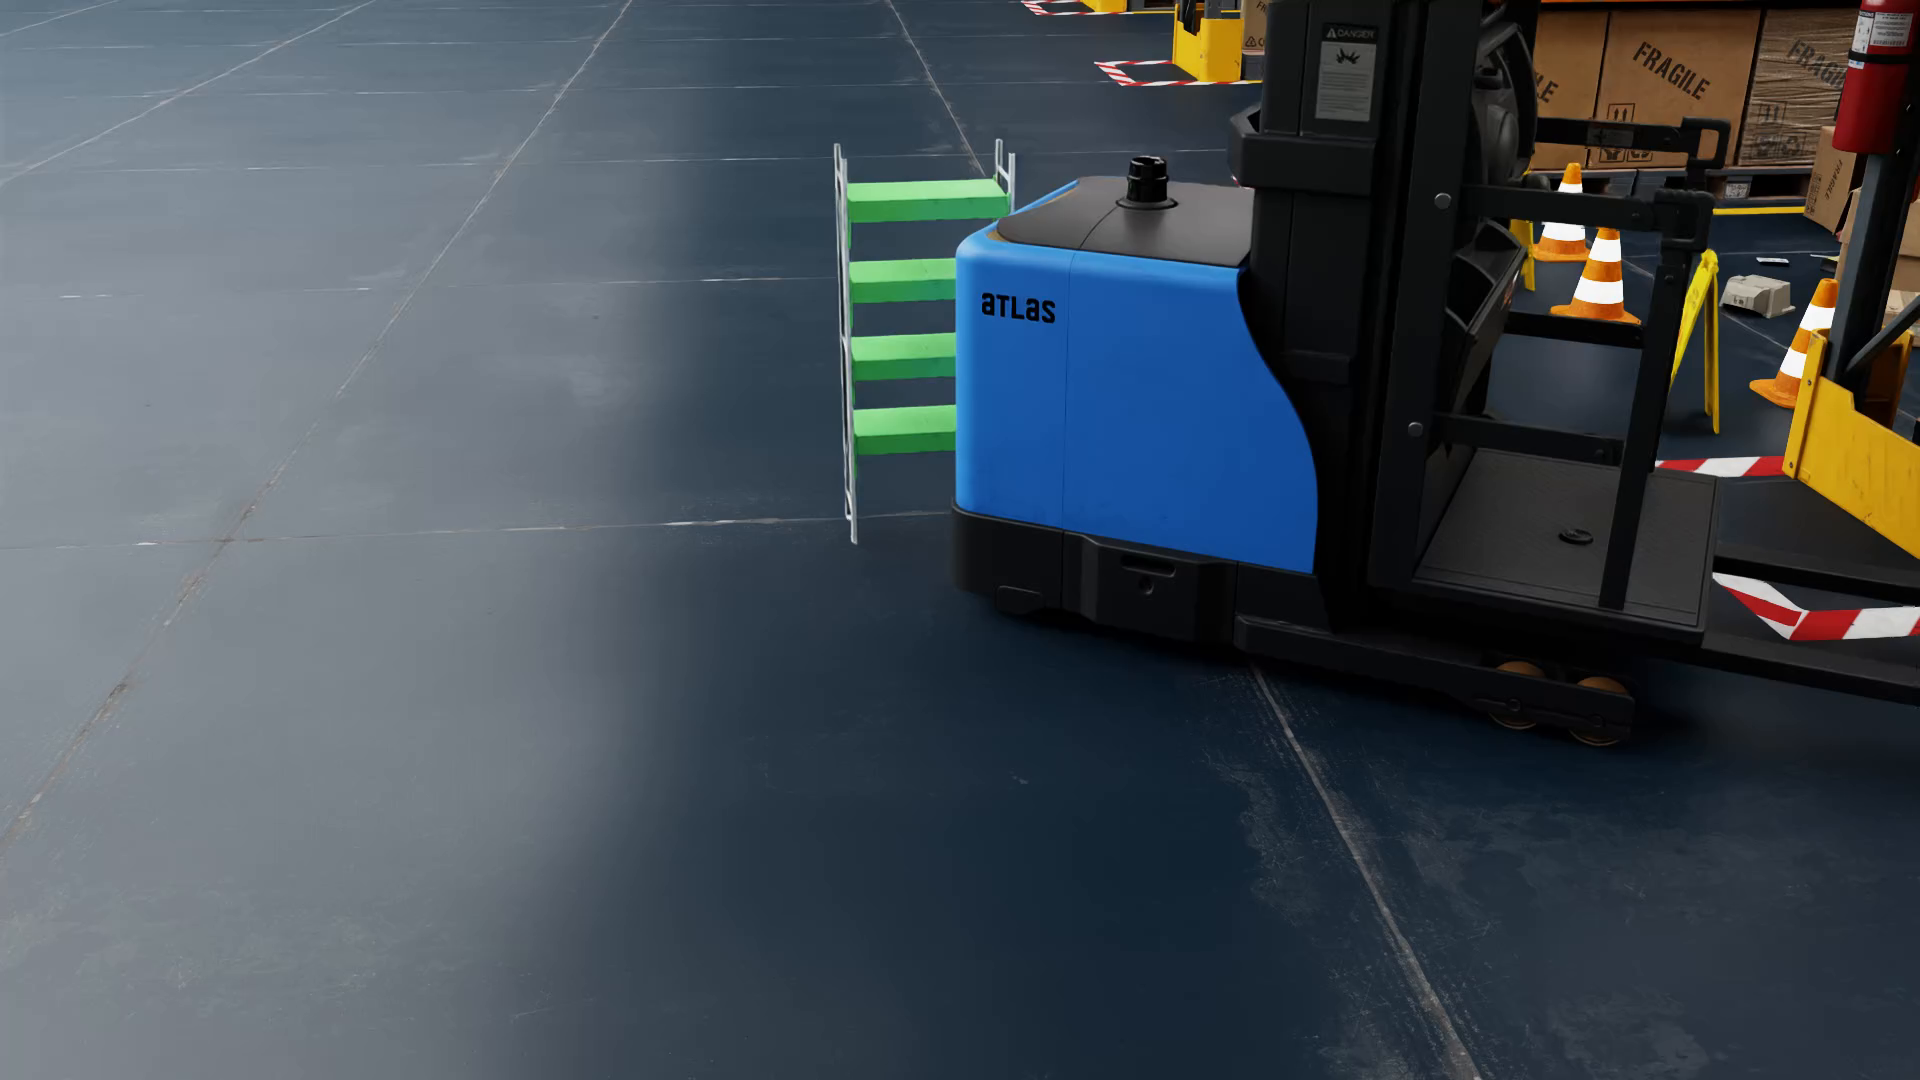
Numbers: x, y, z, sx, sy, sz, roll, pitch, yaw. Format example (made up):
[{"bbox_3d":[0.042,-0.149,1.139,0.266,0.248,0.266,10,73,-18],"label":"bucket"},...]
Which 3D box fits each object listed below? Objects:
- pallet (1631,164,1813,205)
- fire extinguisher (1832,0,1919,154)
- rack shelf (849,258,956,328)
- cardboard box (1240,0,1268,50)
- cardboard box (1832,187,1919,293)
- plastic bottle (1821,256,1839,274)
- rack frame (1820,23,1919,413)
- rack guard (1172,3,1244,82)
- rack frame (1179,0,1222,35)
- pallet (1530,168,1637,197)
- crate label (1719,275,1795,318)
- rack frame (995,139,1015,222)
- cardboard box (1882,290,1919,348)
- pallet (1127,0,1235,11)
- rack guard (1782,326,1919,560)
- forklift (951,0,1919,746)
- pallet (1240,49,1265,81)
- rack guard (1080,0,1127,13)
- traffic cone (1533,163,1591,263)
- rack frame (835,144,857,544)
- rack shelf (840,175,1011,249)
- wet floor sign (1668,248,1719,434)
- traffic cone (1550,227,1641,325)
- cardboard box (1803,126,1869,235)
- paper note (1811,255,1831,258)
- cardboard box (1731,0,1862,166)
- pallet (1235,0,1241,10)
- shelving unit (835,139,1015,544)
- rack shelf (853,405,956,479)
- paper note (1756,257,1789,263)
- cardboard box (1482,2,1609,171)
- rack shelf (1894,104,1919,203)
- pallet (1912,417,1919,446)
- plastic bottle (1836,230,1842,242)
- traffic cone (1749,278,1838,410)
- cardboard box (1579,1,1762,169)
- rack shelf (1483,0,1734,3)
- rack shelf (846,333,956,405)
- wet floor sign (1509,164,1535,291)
[{"bbox_3d":[4.423,-2.232,10.012,1.213,0.211,1.003,-2,24,-5],"label":"pallet"},{"bbox_3d":[2.852,-1.545,5.128,0.183,0.674,0.296,-2,24,-5],"label":"fire extinguisher"},{"bbox_3d":[-0.107,-0.760,5.048,0.480,0.148,0.258,-4,24,-8],"label":"rack shelf"},{"bbox_3d":[2.660,-4.472,14.179,0.500,0.500,0.500,2,24,5],"label":"cardboard box"},{"bbox_3d":[4.510,-1.351,7.671,0.797,0.503,0.637,22,32,40],"label":"cardboard box"},{"bbox_3d":[4.432,-1.373,8.265,0.283,0.061,0.133,-11,26,-23],"label":"plastic bottle"},{"bbox_3d":[3.011,-1.399,4.704,0.127,3.000,1.000,-2,24,-5],"label":"rack frame"},{"bbox_3d":[2.112,-4.265,14.230,0.348,0.500,1.175,-2,24,-5],"label":"rack guard"},{"bbox_3d":[2.037,-5.404,13.716,0.127,3.000,1.000,-2,24,-5],"label":"rack frame"},{"bbox_3d":[3.212,-2.185,9.905,1.213,0.211,1.003,-2,24,-5],"label":"pallet"},{"bbox_3d":[3.641,-1.121,7.603,0.298,0.136,0.250,-16,29,-32],"label":"crate label"},{"bbox_3d":[0.134,-0.614,5.154,0.015,1.200,0.240,-4,24,-8],"label":"rack frame"},{"bbox_3d":[4.116,-0.965,7.237,0.250,0.149,0.380,10,26,22],"label":"cardboard box"},{"bbox_3d":[2.430,-6.184,18.904,1.213,0.211,1.003,-2,24,-5],"label":"pallet"},{"bbox_3d":[3.086,-0.260,5.218,0.348,0.500,1.175,-2,24,-5],"label":"rack guard"},{"bbox_3d":[1.533,-1.077,4.064,3.031,2.935,1.130,11,26,23],"label":"forklift"},{"bbox_3d":[2.924,-4.151,14.330,1.213,0.211,1.003,-2,24,-5],"label":"pallet"},{"bbox_3d":[1.621,-6.286,18.777,0.348,0.500,1.175,-2,24,-5],"label":"rack guard"},{"bbox_3d":[3.092,-1.683,8.468,0.334,0.463,0.336,-2,24,-5],"label":"traffic cone"},{"bbox_3d":[-0.348,-0.584,5.086,0.015,1.200,0.240,-4,24,-8],"label":"rack frame"},{"bbox_3d":[-0.107,-0.979,4.951,0.480,0.148,0.258,-4,24,-8],"label":"rack shelf"},{"bbox_3d":[2.717,-0.748,6.138,0.232,0.644,0.267,6,25,13],"label":"wet floor sign"},{"bbox_3d":[2.864,-1.213,7.410,0.334,0.463,0.336,-2,24,-5],"label":"traffic cone"},{"bbox_3d":[4.960,-1.937,8.990,0.500,0.500,0.500,2,24,4],"label":"cardboard box"},{"bbox_3d":[4.415,-1.448,8.495,0.123,0.001,0.032,10,26,22],"label":"paper note"},{"bbox_3d":[4.875,-2.742,9.824,0.875,0.875,0.875,-2,24,-5],"label":"cardboard box"},{"bbox_3d":[3.641,-6.232,19.011,1.213,0.211,1.003,-2,24,-5],"label":"pallet"},{"bbox_3d":[-0.107,-0.599,5.120,0.503,1.200,0.258,-4,24,-8],"label":"shelving unit"},{"bbox_3d":[-0.107,-0.321,5.243,0.480,0.148,0.258,-4,24,-8],"label":"rack shelf"},{"bbox_3d":[4.110,-1.413,8.393,0.142,0.017,0.144,6,25,13],"label":"paper note"},{"bbox_3d":[3.092,-2.670,9.663,0.875,0.875,0.875,-2,24,-5],"label":"cardboard box"},{"bbox_3d":[5.001,-1.150,5.030,4.000,0.370,1.077,-2,24,-5],"label":"rack shelf"},{"bbox_3d":[3.898,-0.146,5.318,1.213,0.211,1.003,-2,24,-5],"label":"pallet"},{"bbox_3d":[4.752,-1.565,8.696,0.133,0.061,0.283,-11,26,-23],"label":"plastic bottle"},{"bbox_3d":[3.312,-0.778,6.431,0.334,0.463,0.336,-2,24,-5],"label":"traffic cone"},{"bbox_3d":[3.967,-2.706,9.744,0.875,0.875,0.875,-3,24,-6],"label":"cardboard box"},{"bbox_3d":[4.414,-3.147,9.522,4.000,0.370,1.077,-2,24,-5],"label":"rack shelf"},{"bbox_3d":[-0.107,-0.540,5.146,0.480,0.148,0.258,-4,24,-8],"label":"rack shelf"},{"bbox_3d":[2.589,-1.518,7.871,0.232,0.644,0.267,-6,25,-14],"label":"wet floor sign"}]
